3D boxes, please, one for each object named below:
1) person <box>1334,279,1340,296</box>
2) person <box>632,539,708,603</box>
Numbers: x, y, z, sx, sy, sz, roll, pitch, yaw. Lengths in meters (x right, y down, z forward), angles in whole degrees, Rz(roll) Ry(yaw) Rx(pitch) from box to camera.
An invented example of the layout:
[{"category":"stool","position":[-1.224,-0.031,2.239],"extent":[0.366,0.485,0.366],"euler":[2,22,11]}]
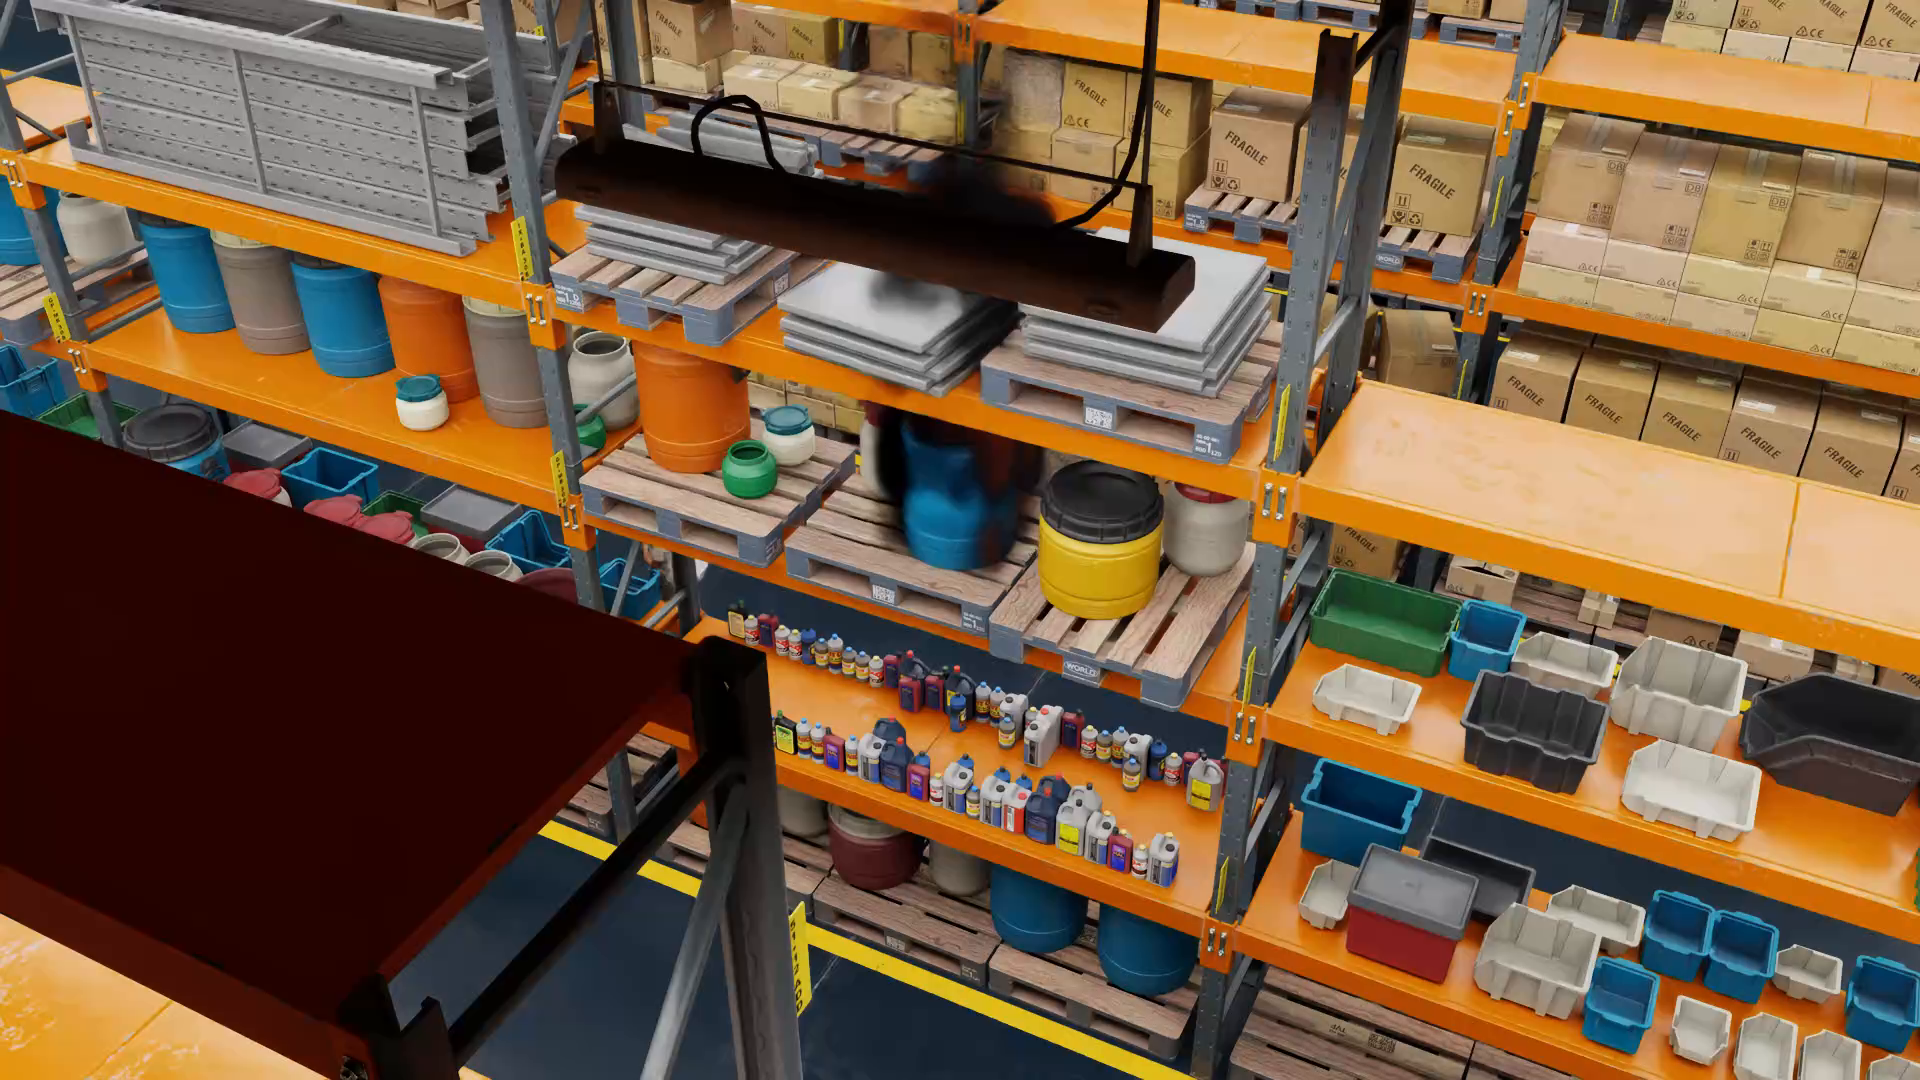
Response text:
[{"category":"person","position":[3.347,-1.503,14.467],"extent":[0.831,1.832,0.703],"euler":[14,37,19]},{"category":"person","position":[-2.070,0.233,12.103],"extent":[0.642,1.650,0.584],"euler":[11,37,16]}]
